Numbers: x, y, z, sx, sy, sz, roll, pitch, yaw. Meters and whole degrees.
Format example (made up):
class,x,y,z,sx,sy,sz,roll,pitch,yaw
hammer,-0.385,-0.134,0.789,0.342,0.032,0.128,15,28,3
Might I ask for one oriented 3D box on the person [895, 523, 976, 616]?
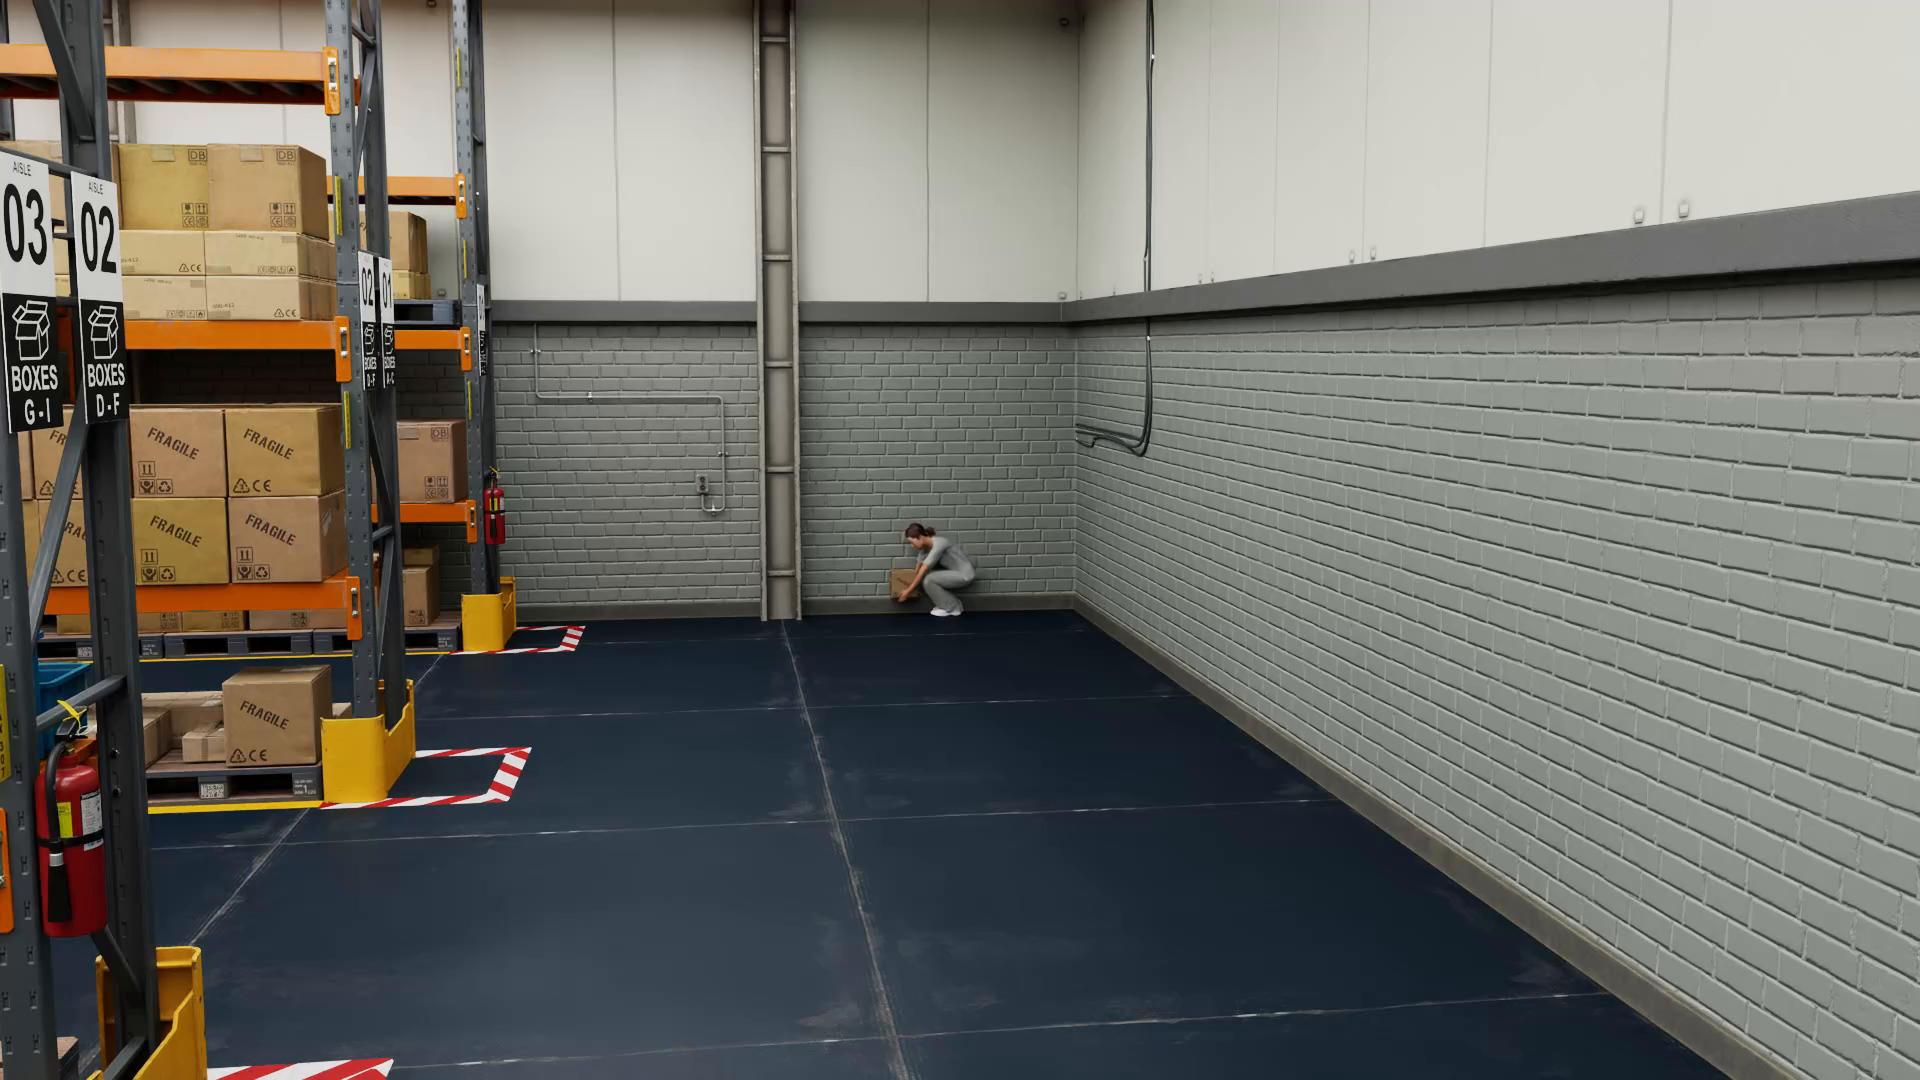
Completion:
class,x,y,z,sx,sy,sz,roll,pitch,yaw
person,-0.241,0.287,16.590,0.806,0.933,0.480,-1,7,-9
